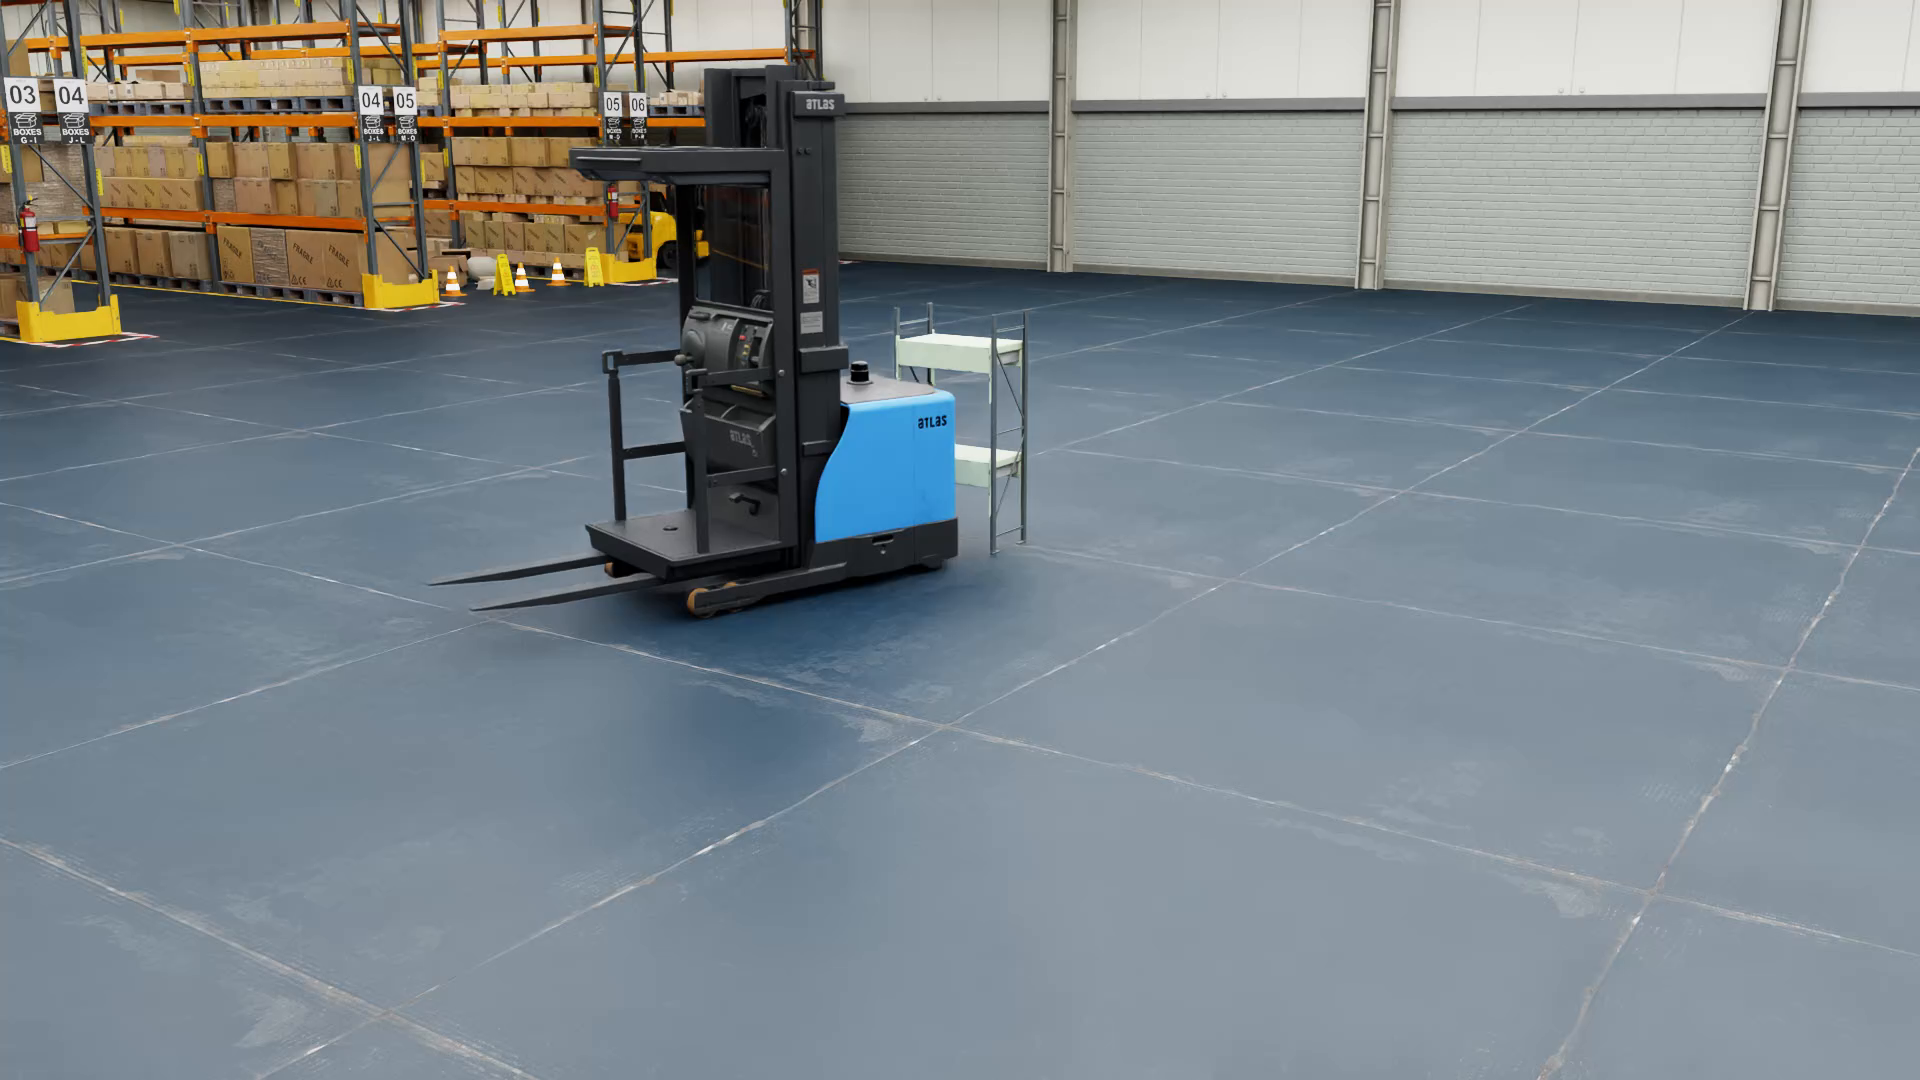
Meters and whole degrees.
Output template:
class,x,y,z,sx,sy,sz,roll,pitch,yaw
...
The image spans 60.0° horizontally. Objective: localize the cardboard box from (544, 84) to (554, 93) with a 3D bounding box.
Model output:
class,x,y,z,sx,sy,sz,roll,pitch,yaw
cardboard box,-7.034,-7.882,29.041,0.250,0.149,0.380,9,17,33

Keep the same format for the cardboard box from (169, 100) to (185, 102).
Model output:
class,x,y,z,sx,sy,sz,roll,pitch,yaw
cardboard box,-16.459,-9.297,35.093,0.258,0.266,0.396,10,17,35

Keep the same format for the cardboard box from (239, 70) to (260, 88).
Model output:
class,x,y,z,sx,sy,sz,roll,pitch,yaw
cardboard box,-10.703,-7.082,25.560,0.500,0.250,0.500,9,16,32

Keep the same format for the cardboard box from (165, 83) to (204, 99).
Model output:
class,x,y,z,sx,sy,sz,roll,pitch,yaw
cardboard box,-12.467,-7.257,26.885,0.500,0.250,0.500,9,17,33

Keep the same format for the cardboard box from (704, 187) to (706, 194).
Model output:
class,x,y,z,sx,sy,sz,roll,pitch,yaw
cardboard box,-4.855,-7.280,33.783,0.500,0.500,0.500,9,17,33

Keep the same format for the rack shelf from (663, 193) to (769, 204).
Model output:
class,x,y,z,sx,sy,sz,roll,pitch,yaw
rack shelf,-4.686,-6.932,34.081,4.000,0.370,1.077,9,17,33

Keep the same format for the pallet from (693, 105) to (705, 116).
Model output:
class,x,y,z,sx,sy,sz,roll,pitch,yaw
pallet,-4.615,-8.689,33.625,1.213,0.211,1.003,9,17,33

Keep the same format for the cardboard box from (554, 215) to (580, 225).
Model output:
class,x,y,z,sx,sy,sz,roll,pitch,yaw
cardboard box,-6.946,-5.662,29.391,0.250,0.149,0.380,10,17,34

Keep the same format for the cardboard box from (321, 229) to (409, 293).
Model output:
class,x,y,z,sx,sy,sz,roll,pitch,yaw
cardboard box,-9.072,-4.272,25.388,0.875,0.875,0.875,9,17,33

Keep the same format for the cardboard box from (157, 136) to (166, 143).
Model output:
class,x,y,z,sx,sy,sz,roll,pitch,yaw
cardboard box,-16.991,-8.608,35.714,0.250,0.149,0.380,9,17,32

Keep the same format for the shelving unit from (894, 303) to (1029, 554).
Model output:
class,x,y,z,sx,sy,sz,roll,pitch,yaw
shelving unit,0.006,-0.727,10.639,0.755,1.500,0.431,9,17,33

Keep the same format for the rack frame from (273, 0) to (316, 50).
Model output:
class,x,y,z,sx,sy,sz,roll,pitch,yaw
rack frame,-16.303,-12.071,40.858,0.127,3.000,1.000,9,17,33

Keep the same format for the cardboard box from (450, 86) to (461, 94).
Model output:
class,x,y,z,sx,sy,sz,roll,pitch,yaw
cardboard box,-9.033,-8.173,30.218,0.250,0.149,0.380,9,16,32

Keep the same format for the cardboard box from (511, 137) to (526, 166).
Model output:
class,x,y,z,sx,sy,sz,roll,pitch,yaw
cardboard box,-7.572,-6.938,29.699,0.500,0.500,0.700,9,17,32

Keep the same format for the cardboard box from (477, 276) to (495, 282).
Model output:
class,x,y,z,sx,sy,sz,roll,pitch,yaw
cardboard box,-8.008,-4.412,28.336,0.380,0.149,0.250,-7,15,-25

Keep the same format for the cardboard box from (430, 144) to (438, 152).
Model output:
class,x,y,z,sx,sy,sz,roll,pitch,yaw
cardboard box,-10.264,-7.530,31.947,0.250,0.149,0.380,10,17,36

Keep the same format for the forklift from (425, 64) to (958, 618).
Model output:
class,x,y,z,sx,sy,sz,roll,pitch,yaw
forklift,-1.489,-1.137,9.316,3.031,2.935,1.130,-11,17,-36

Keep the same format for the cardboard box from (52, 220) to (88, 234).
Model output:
class,x,y,z,sx,sy,sz,roll,pitch,yaw
cardboard box,-11.428,-4.011,21.305,0.250,0.149,0.380,9,17,33

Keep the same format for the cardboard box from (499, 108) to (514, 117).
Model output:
class,x,y,z,sx,sy,sz,roll,pitch,yaw
cardboard box,-7.970,-7.612,29.612,0.250,0.149,0.380,9,16,32

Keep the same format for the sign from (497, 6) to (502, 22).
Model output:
class,x,y,z,sx,sy,sz,roll,pitch,yaw
sign,-9.959,-11.380,35.960,0.005,0.325,0.100,9,17,33

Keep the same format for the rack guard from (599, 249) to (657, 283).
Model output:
class,x,y,z,sx,sy,sz,roll,pitch,yaw
rack guard,-5.856,-4.820,29.252,0.348,0.500,1.175,9,17,33

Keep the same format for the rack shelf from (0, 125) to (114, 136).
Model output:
class,x,y,z,sx,sy,sz,roll,pitch,yaw
rack shelf,-16.770,-7.470,30.012,4.000,0.370,1.077,9,17,33

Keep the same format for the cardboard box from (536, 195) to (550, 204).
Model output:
class,x,y,z,sx,sy,sz,roll,pitch,yaw
cardboard box,-7.323,-6.066,29.608,0.250,0.149,0.380,9,17,32

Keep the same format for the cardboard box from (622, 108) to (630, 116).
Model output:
class,x,y,z,sx,sy,sz,roll,pitch,yaw
cardboard box,-5.887,-7.466,29.021,0.250,0.149,0.380,9,17,33

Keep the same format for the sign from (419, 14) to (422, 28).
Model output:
class,x,y,z,sx,sy,sz,roll,pitch,yaw
sign,-12.679,-12.176,39.010,0.005,0.325,0.100,9,17,33

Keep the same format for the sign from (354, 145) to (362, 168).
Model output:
class,x,y,z,sx,sy,sz,roll,pitch,yaw
sign,-8.787,-5.593,24.272,0.005,0.325,0.100,9,17,33

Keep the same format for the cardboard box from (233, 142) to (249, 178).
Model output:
class,x,y,z,sx,sy,sz,roll,pitch,yaw
cardboard box,-10.983,-6.049,26.456,0.550,0.550,0.875,9,17,33

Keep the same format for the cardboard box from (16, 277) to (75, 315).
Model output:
class,x,y,z,sx,sy,sz,roll,pitch,yaw
cardboard box,-11.833,-3.124,21.530,0.500,0.500,0.500,13,19,43

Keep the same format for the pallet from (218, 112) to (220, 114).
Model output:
class,x,y,z,sx,sy,sz,roll,pitch,yaw
pallet,-16.424,-9.157,35.513,1.213,0.211,1.003,9,17,33

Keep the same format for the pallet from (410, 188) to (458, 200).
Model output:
class,x,y,z,sx,sy,sz,roll,pitch,yaw
pallet,-9.665,-6.598,31.632,1.213,0.211,1.003,9,17,33

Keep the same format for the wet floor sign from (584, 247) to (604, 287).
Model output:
class,x,y,z,sx,sy,sz,roll,pitch,yaw
wet floor sign,-6.233,-4.641,28.229,0.267,0.644,0.232,-10,17,-35

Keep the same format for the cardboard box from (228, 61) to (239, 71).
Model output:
class,x,y,z,sx,sy,sz,roll,pitch,yaw
cardboard box,-11.046,-7.314,25.664,0.250,0.149,0.380,9,16,32

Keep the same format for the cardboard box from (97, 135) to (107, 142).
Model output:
class,x,y,z,sx,sy,sz,roll,pitch,yaw
cardboard box,-18.930,-8.914,36.953,0.250,0.149,0.380,10,17,34

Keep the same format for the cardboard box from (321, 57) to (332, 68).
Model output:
class,x,y,z,sx,sy,sz,roll,pitch,yaw
cardboard box,-9.147,-7.007,24.426,0.250,0.149,0.380,9,17,33

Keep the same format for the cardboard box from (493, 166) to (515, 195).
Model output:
class,x,y,z,sx,sy,sz,roll,pitch,yaw
cardboard box,-8.064,-6.505,30.031,0.500,0.500,0.500,9,17,32

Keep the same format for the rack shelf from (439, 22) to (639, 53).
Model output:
class,x,y,z,sx,sy,sz,roll,pitch,yaw
rack shelf,-7.453,-8.852,29.360,4.000,0.370,1.077,9,17,33

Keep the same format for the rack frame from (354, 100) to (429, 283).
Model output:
class,x,y,z,sx,sy,sz,roll,pitch,yaw
rack frame,-8.472,-5.022,24.869,0.127,3.000,1.000,9,17,33

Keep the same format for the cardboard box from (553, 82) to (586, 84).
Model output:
class,x,y,z,sx,sy,sz,roll,pitch,yaw
cardboard box,-8.355,-9.561,35.670,0.500,0.500,0.500,10,17,34

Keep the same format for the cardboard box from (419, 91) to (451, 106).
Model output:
class,x,y,z,sx,sy,sz,roll,pitch,yaw
cardboard box,-9.678,-8.196,30.884,0.500,0.250,0.500,9,16,32

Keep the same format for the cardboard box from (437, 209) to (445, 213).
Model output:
class,x,y,z,sx,sy,sz,roll,pitch,yaw
cardboard box,-11.920,-7.698,38.654,0.250,0.149,0.380,9,17,33

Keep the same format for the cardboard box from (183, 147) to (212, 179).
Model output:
class,x,y,z,sx,sy,sz,roll,pitch,yaw
cardboard box,-12.207,-6.158,27.168,0.500,0.500,0.700,9,16,32

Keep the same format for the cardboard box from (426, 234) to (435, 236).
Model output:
class,x,y,z,sx,sy,sz,roll,pitch,yaw
cardboard box,-10.725,-5.746,32.387,0.625,0.372,0.950,10,17,35

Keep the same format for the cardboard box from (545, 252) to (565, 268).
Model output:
class,x,y,z,sx,sy,sz,roll,pitch,yaw
cardboard box,-7.040,-5.018,29.699,0.500,0.250,0.500,9,17,33

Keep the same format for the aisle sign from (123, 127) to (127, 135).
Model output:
class,x,y,z,sx,sy,sz,roll,pitch,yaw
aisle sign,-18.956,-9.502,37.555,0.004,0.787,0.394,9,17,33

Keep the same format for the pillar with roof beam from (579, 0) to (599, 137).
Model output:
class,x,y,z,sx,sy,sz,roll,pitch,yaw
pillar with roof beam,-10.482,-10.144,33.076,0.400,9.000,9.100,9,17,33

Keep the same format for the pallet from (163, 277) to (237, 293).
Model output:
class,x,y,z,sx,sy,sz,roll,pitch,yaw
pallet,-12.474,-4.293,27.728,1.213,0.211,1.003,9,17,33

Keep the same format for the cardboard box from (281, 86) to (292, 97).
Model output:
class,x,y,z,sx,sy,sz,roll,pitch,yaw
cardboard box,-9.991,-6.756,25.072,0.250,0.149,0.380,9,17,33

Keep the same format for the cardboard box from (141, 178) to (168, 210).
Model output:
class,x,y,z,sx,sy,sz,roll,pitch,yaw
cardboard box,-13.212,-5.759,27.639,0.500,0.500,0.500,9,17,33

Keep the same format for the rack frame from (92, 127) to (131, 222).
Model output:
class,x,y,z,sx,sy,sz,roll,pitch,yaw
rack frame,-19.070,-8.168,37.579,0.127,3.000,1.000,9,17,33

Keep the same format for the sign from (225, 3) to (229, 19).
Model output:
class,x,y,z,sx,sy,sz,roll,pitch,yaw
sign,-15.458,-11.146,35.012,0.005,0.325,0.100,9,17,33
